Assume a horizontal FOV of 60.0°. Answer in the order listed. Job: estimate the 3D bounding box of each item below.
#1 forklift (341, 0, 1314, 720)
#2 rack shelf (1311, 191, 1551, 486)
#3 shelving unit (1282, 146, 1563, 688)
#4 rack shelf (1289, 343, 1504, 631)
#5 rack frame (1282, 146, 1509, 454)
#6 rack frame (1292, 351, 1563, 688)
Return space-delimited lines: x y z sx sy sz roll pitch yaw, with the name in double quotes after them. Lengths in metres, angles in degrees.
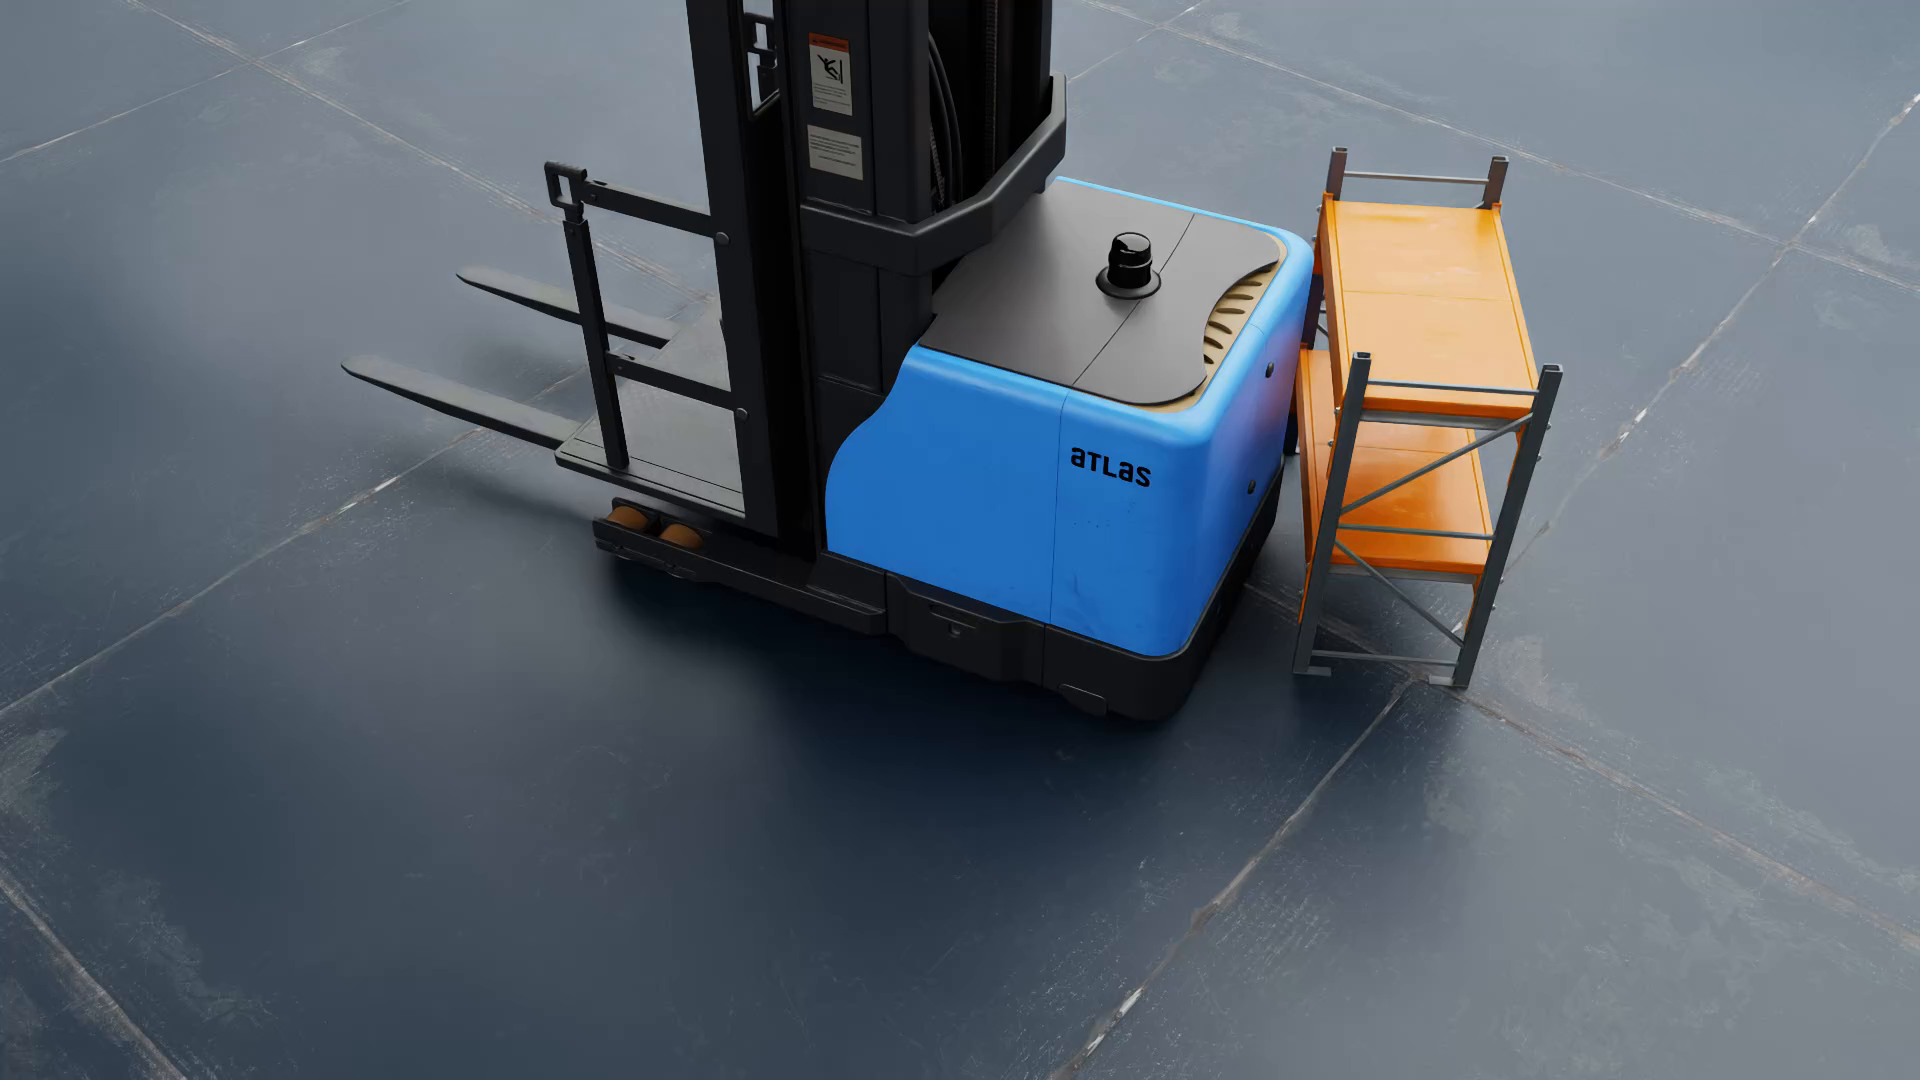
-0.566 -1.267 4.465 3.031 2.935 1.130 18 45 19 "forklift"
1.272 -0.576 4.612 0.538 0.278 1.000 4 42 5 "rack shelf"
1.272 -0.359 4.809 0.538 1.125 1.048 4 42 5 "shelving unit"
1.272 -0.179 4.973 0.538 0.278 1.000 4 42 5 "rack shelf"
1.329 -0.699 5.183 0.500 1.125 0.032 4 42 5 "rack frame"
1.214 -0.020 4.435 0.500 1.125 0.032 4 42 5 "rack frame"
